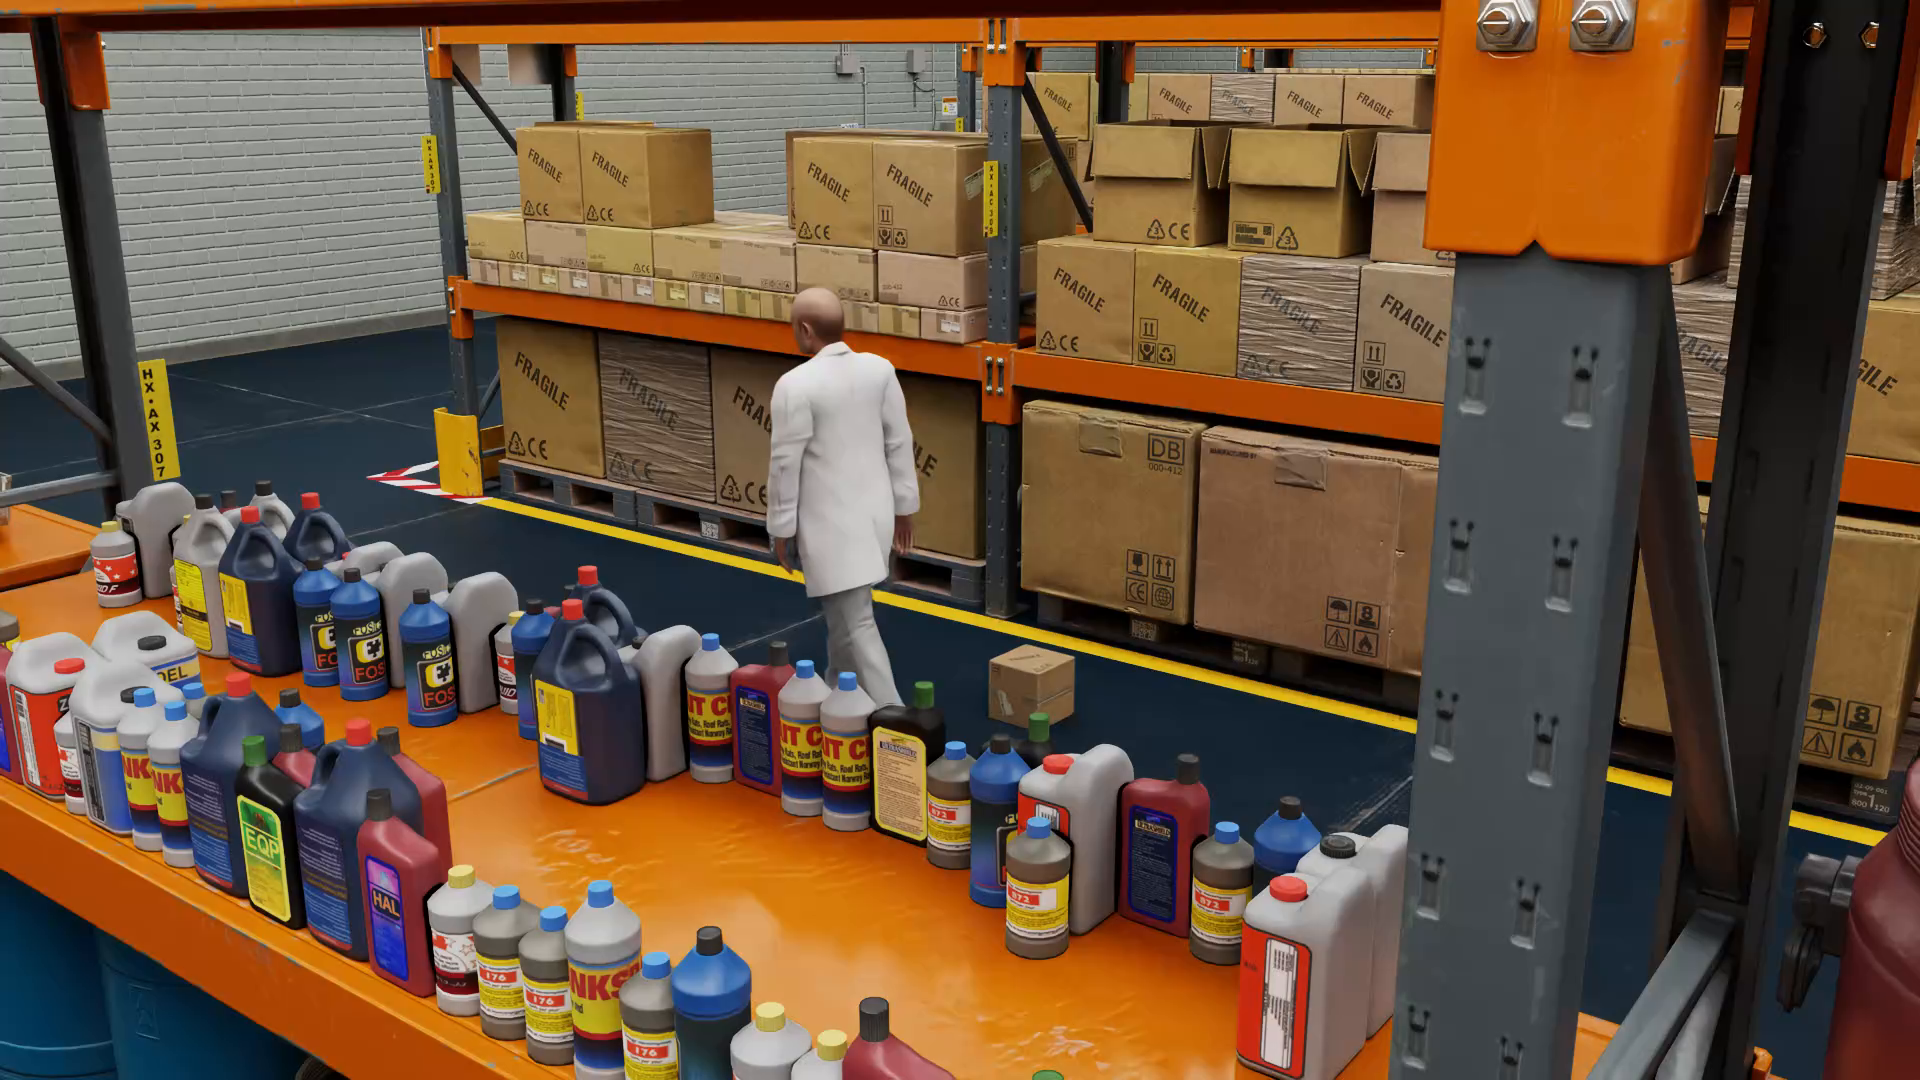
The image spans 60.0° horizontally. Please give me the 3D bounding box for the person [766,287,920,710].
[{"bbox_3d":[-0.435,-0.056,6.243,0.835,1.780,0.645,15,22,41],"label":"person"}]
